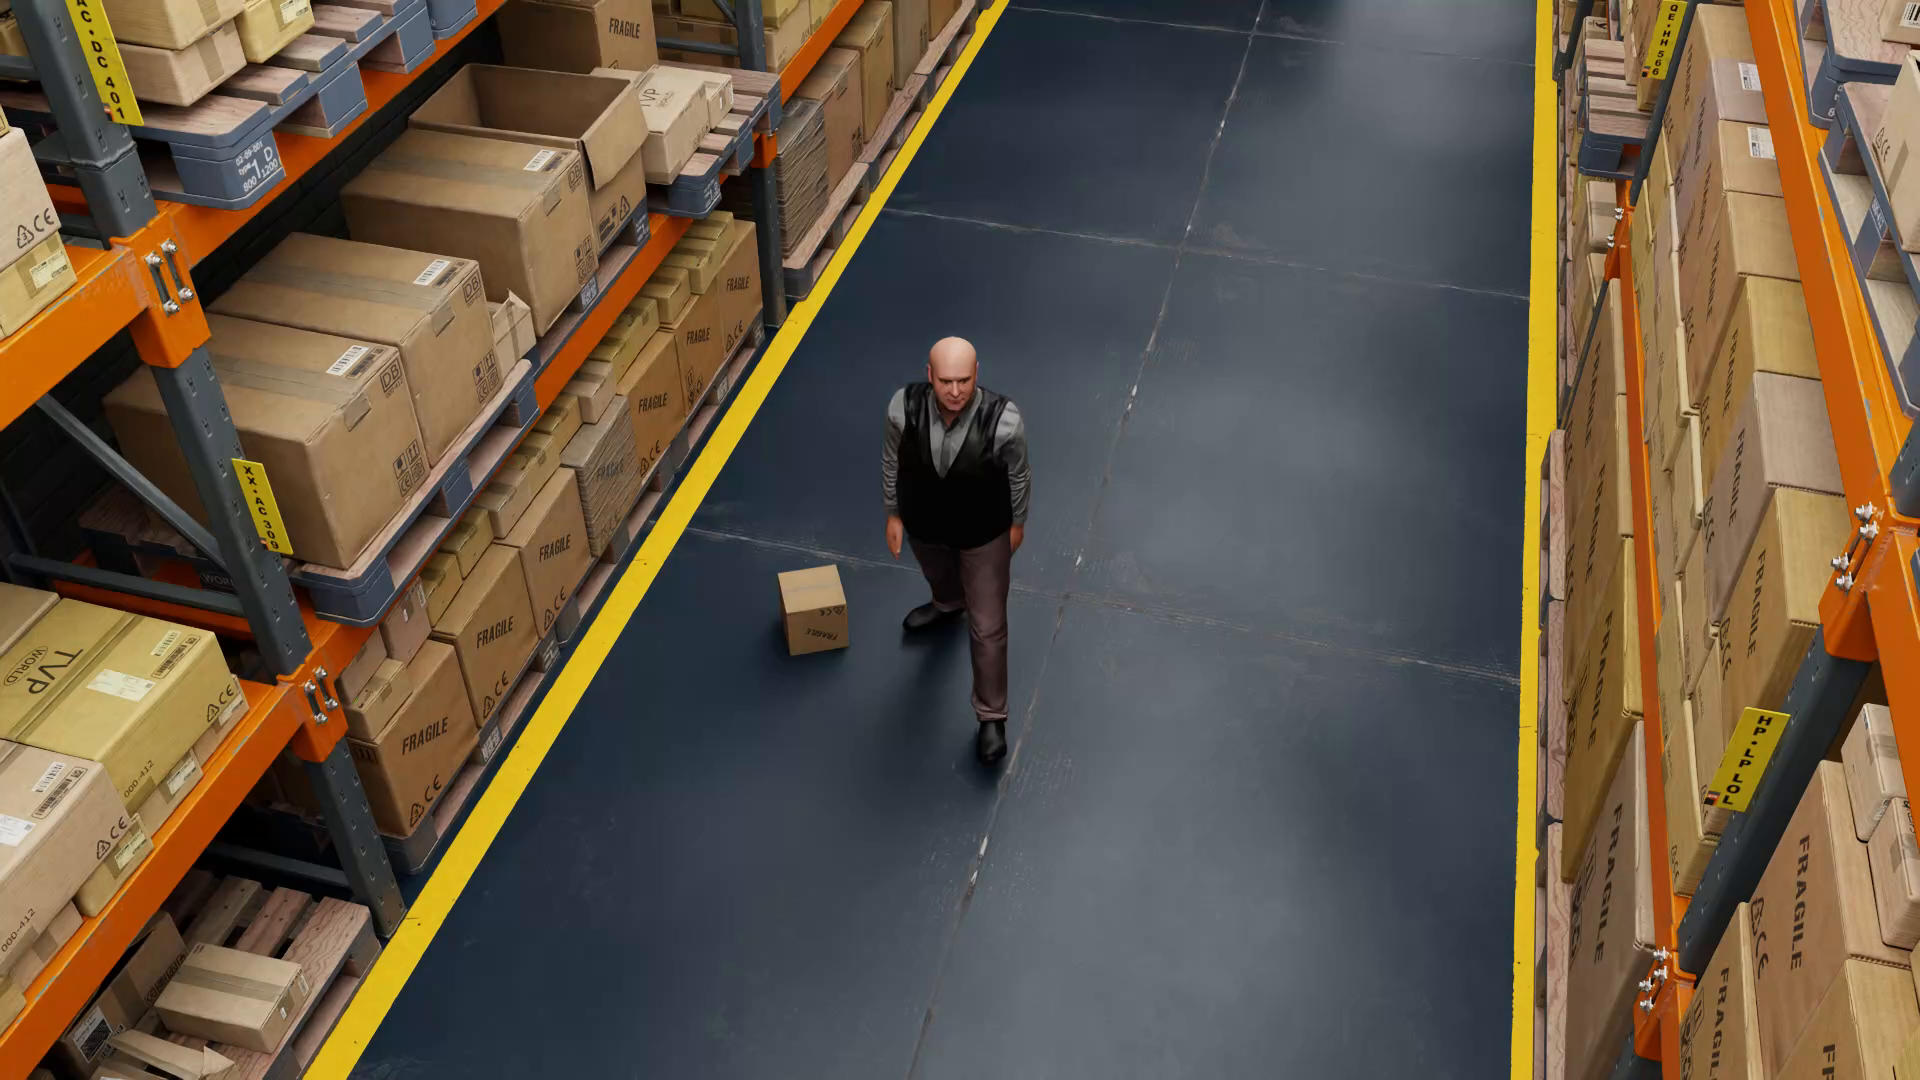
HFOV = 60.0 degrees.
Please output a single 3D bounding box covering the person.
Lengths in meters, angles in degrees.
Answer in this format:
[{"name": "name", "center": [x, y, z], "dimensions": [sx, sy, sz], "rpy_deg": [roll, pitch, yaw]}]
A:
[{"name": "person", "center": [-0.022, -0.004, 6.257], "dimensions": [0.593, 1.601, 0.910], "rpy_deg": [11, 42, 12]}]
